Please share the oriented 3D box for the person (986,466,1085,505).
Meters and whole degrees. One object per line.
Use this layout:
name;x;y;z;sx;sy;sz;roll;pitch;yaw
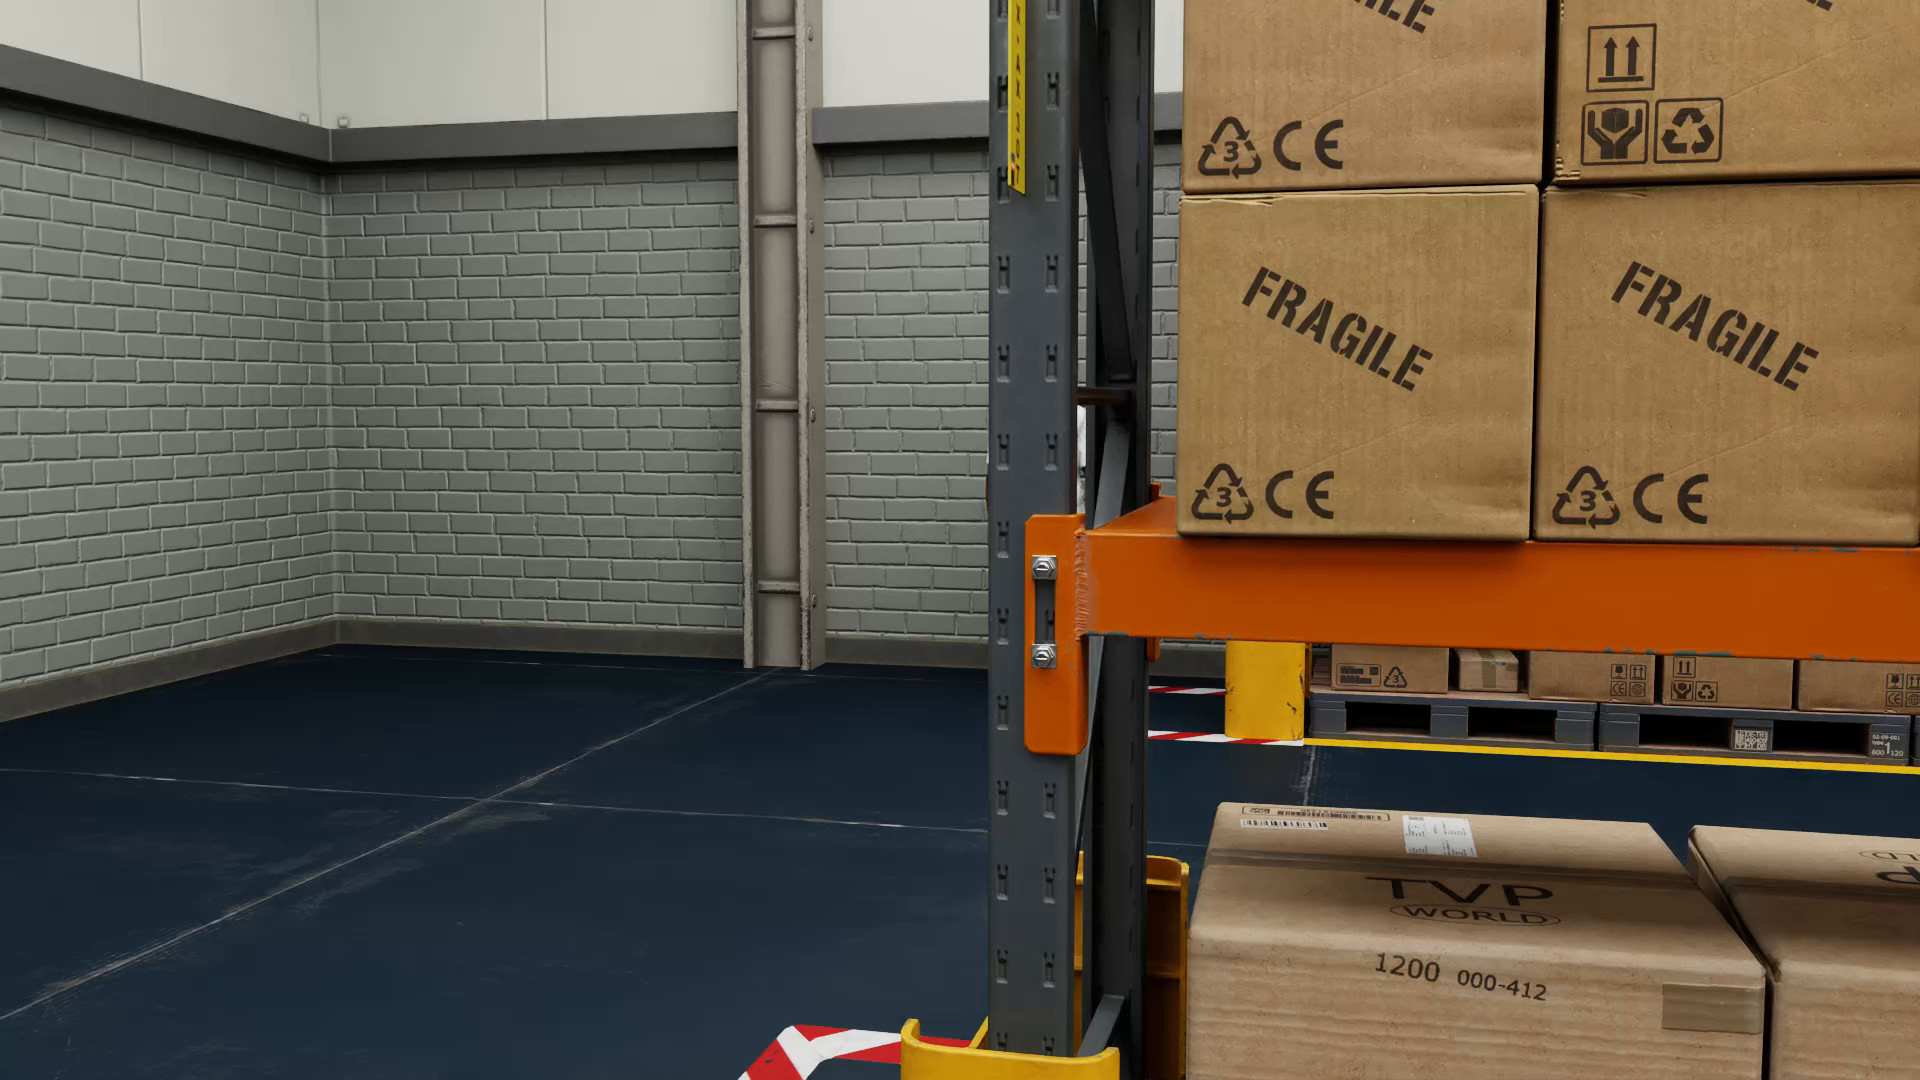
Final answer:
person;0.444;-0.089;8.343;0.629;1.661;0.361;2;5;21
